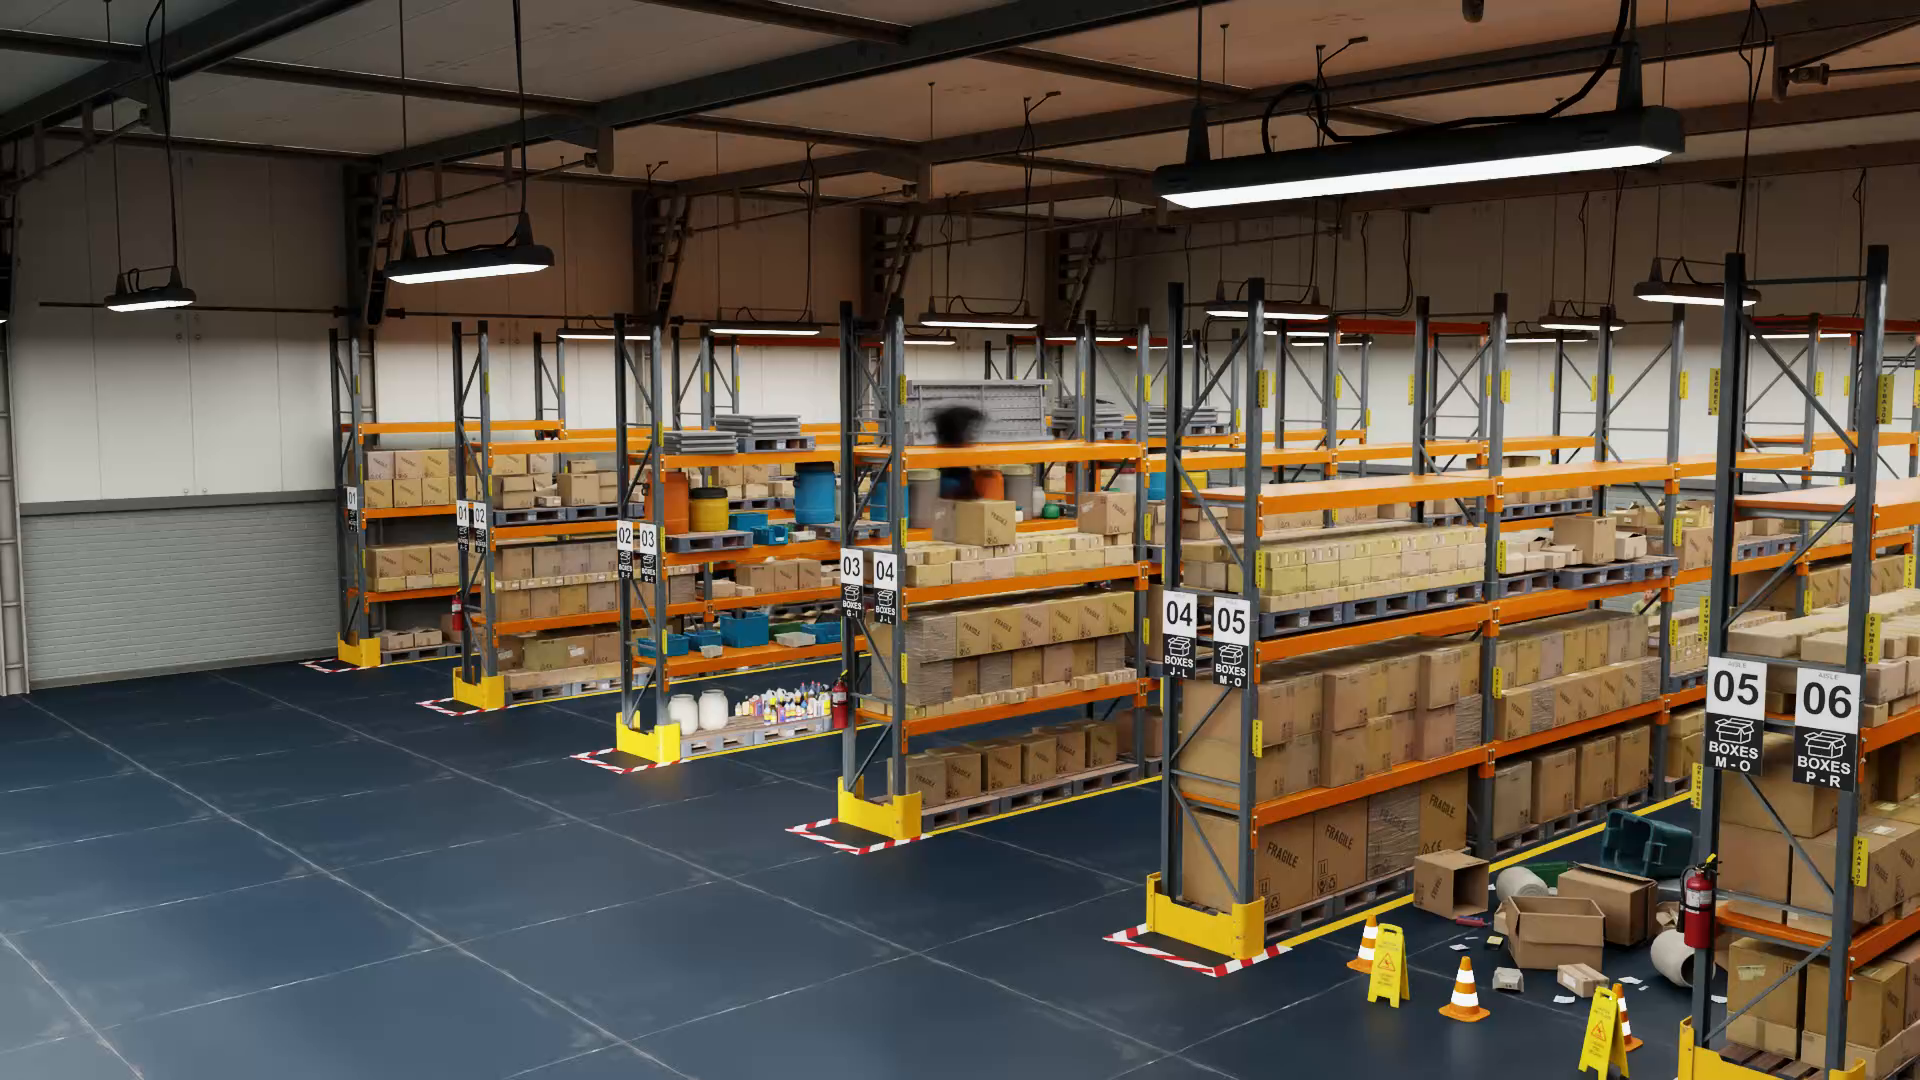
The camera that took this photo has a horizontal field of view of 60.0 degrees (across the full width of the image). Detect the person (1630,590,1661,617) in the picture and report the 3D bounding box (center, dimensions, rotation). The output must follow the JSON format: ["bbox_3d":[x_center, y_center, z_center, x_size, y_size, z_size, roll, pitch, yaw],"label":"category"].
[{"bbox_3d":[11.499,1.590,27.825,0.548,1.689,0.779,4,7,35],"label":"person"}]

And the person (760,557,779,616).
[{"bbox_3d":[-3.604,1.162,32.022,0.714,1.719,0.643,4,7,35],"label":"person"}]
